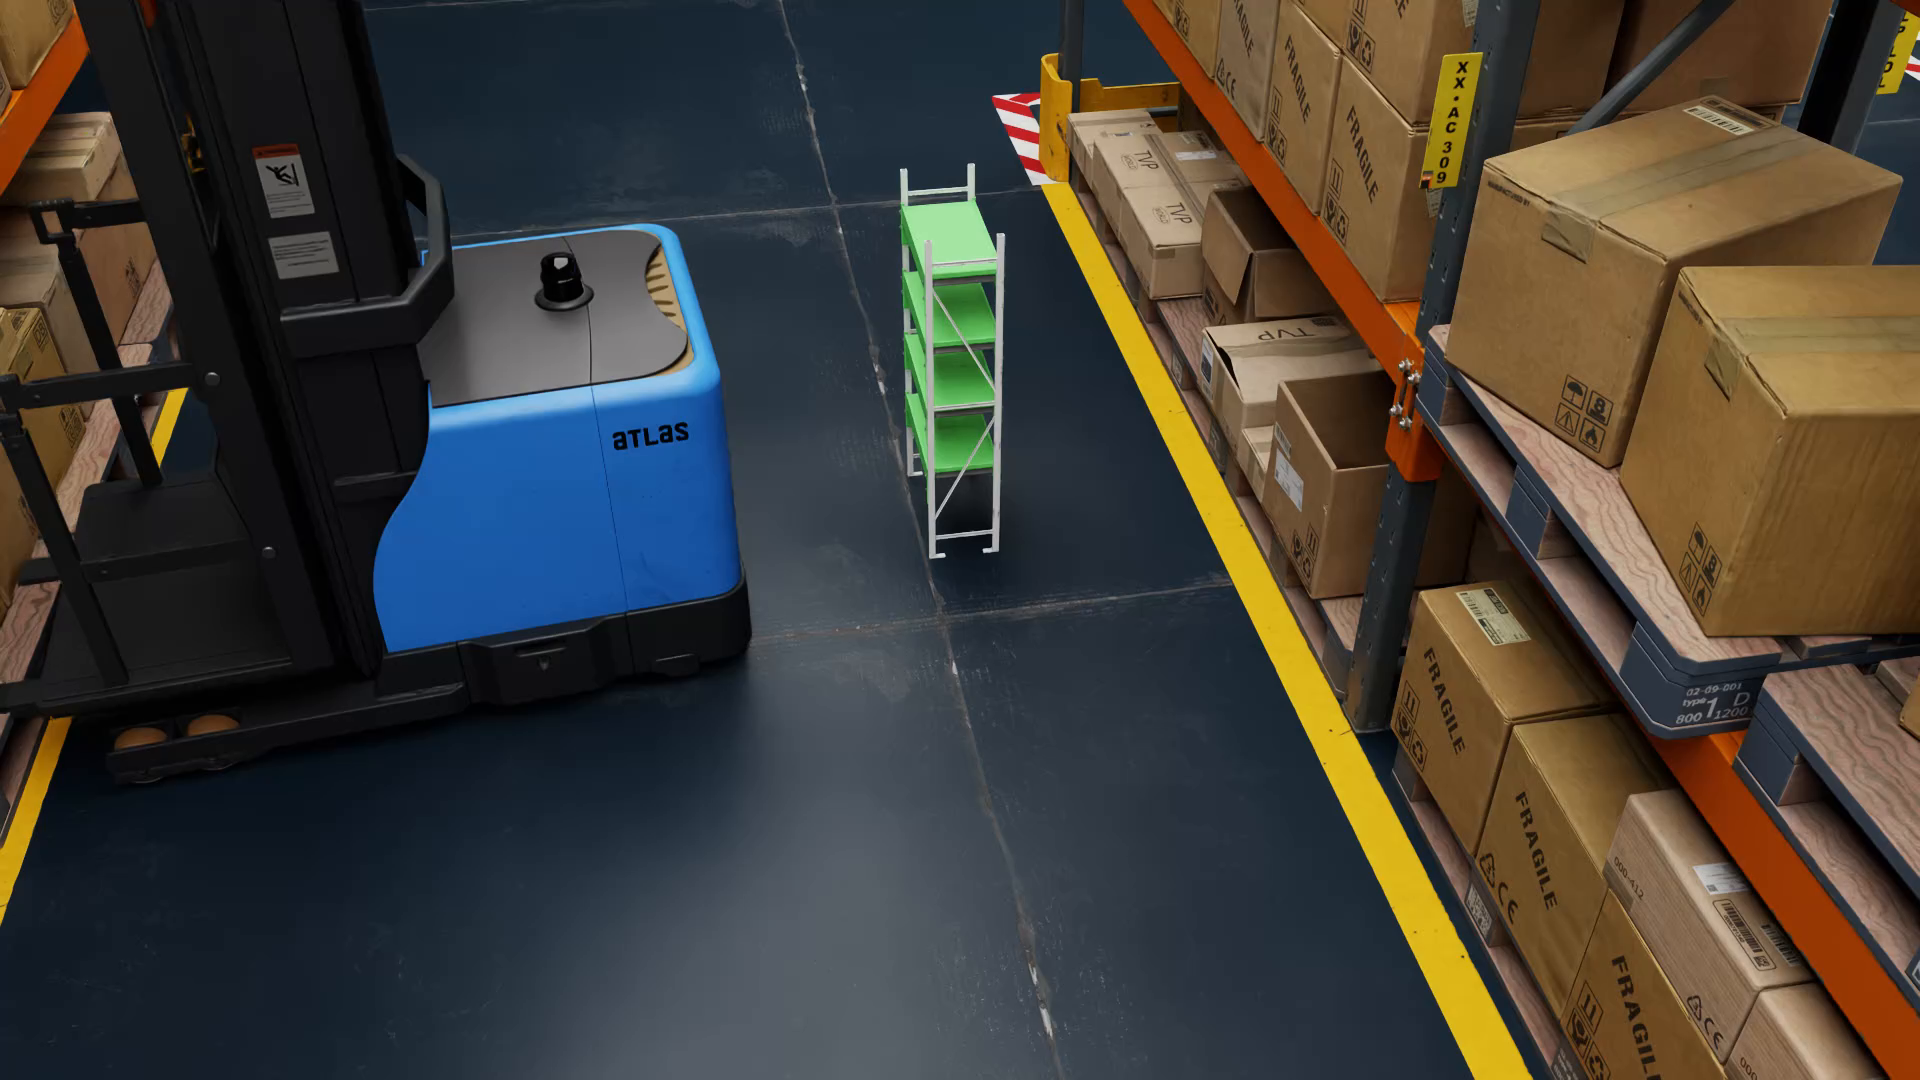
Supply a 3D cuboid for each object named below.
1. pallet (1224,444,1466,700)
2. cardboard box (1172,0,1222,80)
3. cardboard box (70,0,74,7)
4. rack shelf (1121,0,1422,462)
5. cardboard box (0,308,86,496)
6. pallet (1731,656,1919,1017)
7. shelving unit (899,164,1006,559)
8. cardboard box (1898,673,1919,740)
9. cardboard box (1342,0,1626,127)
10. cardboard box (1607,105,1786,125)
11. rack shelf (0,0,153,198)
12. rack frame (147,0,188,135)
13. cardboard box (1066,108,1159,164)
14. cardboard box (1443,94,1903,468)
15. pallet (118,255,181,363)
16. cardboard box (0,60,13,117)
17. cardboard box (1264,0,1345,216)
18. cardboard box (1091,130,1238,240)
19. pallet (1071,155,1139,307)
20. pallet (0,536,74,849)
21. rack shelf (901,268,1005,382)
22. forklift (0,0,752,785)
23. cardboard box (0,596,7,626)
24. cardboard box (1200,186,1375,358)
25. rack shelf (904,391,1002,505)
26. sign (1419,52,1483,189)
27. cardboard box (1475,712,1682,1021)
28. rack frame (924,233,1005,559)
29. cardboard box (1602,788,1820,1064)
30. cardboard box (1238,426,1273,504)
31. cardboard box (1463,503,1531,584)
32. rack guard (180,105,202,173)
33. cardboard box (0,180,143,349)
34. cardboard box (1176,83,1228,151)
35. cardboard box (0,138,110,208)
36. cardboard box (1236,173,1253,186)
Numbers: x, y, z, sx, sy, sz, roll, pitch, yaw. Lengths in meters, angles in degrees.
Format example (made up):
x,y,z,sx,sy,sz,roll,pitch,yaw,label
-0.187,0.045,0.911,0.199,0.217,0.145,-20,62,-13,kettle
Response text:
x,y,z,sx,sy,sz,roll,pitch,yaw,label
1.549,0.000,5.578,1.003,0.211,1.213,-6,38,-8,pallet
1.053,-1.929,5.706,0.500,0.500,0.500,-6,38,-7,cardboard box
-3.810,-2.379,6.122,0.980,0.700,0.700,-5,38,-6,cardboard box
1.318,-1.610,5.964,1.077,0.370,4.000,-6,38,-8,rack shelf
-3.410,-0.407,5.523,0.700,0.500,0.500,-5,38,-7,cardboard box
2.025,0.632,2.649,1.003,0.211,1.213,-6,38,-8,pallet
-0.029,-0.574,5.511,0.258,1.200,0.503,-6,38,-8,shelving unit
2.039,0.169,2.664,0.700,0.500,0.500,-16,41,-19,cardboard box
1.325,-1.398,4.208,0.500,0.500,0.500,-6,38,-8,cardboard box
1.848,-1.063,4.591,0.500,0.500,0.500,-5,38,-7,cardboard box
-3.558,-1.075,5.275,1.077,0.370,4.000,-6,38,-8,rack shelf
-3.909,-2.567,6.609,1.000,3.000,0.127,-6,38,-8,rack frame
0.703,-1.860,7.665,0.380,0.149,0.250,-6,38,-8,cardboard box
1.532,-0.581,3.629,0.700,0.500,0.500,-19,42,-23,cardboard box
-3.692,-0.991,6.854,1.003,0.211,1.213,-6,38,-8,pallet
-3.546,-1.479,4.964,0.980,0.700,0.700,-8,39,-10,cardboard box
1.237,-1.311,4.911,0.500,0.500,0.500,-5,38,-7,cardboard box
0.871,-1.529,7.156,0.500,0.250,0.500,-6,38,-8,cardboard box
1.122,-1.473,7.475,1.003,0.211,1.213,-6,38,-8,pallet
-3.264,0.482,4.957,1.003,0.211,1.213,-6,38,-8,pallet
-0.029,-0.713,5.403,0.258,0.148,0.480,-6,38,-8,rack shelf
-2.232,-0.811,4.405,3.031,2.935,1.130,-10,39,-12,forklift
-3.238,0.208,4.733,0.700,0.500,0.500,-6,38,-7,cardboard box
1.334,-1.008,6.279,0.797,0.503,0.637,-6,38,-8,cardboard box
-0.029,-0.334,5.697,0.258,0.148,0.480,-6,38,-8,rack shelf
1.136,-0.965,3.841,0.100,0.325,0.005,-6,38,-8,sign
1.618,0.767,3.997,0.500,0.500,0.500,-6,38,-7,cardboard box
0.014,-0.426,5.321,0.240,1.200,0.015,-6,38,-8,rack frame
1.689,0.754,3.403,0.500,0.250,0.500,-6,38,-8,cardboard box
1.165,-0.268,5.615,0.380,0.149,0.250,-6,38,-8,cardboard box
1.808,-0.075,5.234,0.500,0.311,0.500,-6,38,-8,cardboard box
-3.913,-1.594,7.395,1.175,0.500,0.348,-6,38,-8,rack guard
-3.600,-1.032,6.328,0.700,0.500,0.500,-6,38,-8,cardboard box
1.305,-1.987,7.541,0.500,0.500,0.500,-6,38,-8,cardboard box
-3.440,-1.378,6.245,0.380,0.149,0.250,-5,38,-7,cardboard box
1.442,-1.311,6.875,0.500,0.250,0.500,-6,38,-8,cardboard box
